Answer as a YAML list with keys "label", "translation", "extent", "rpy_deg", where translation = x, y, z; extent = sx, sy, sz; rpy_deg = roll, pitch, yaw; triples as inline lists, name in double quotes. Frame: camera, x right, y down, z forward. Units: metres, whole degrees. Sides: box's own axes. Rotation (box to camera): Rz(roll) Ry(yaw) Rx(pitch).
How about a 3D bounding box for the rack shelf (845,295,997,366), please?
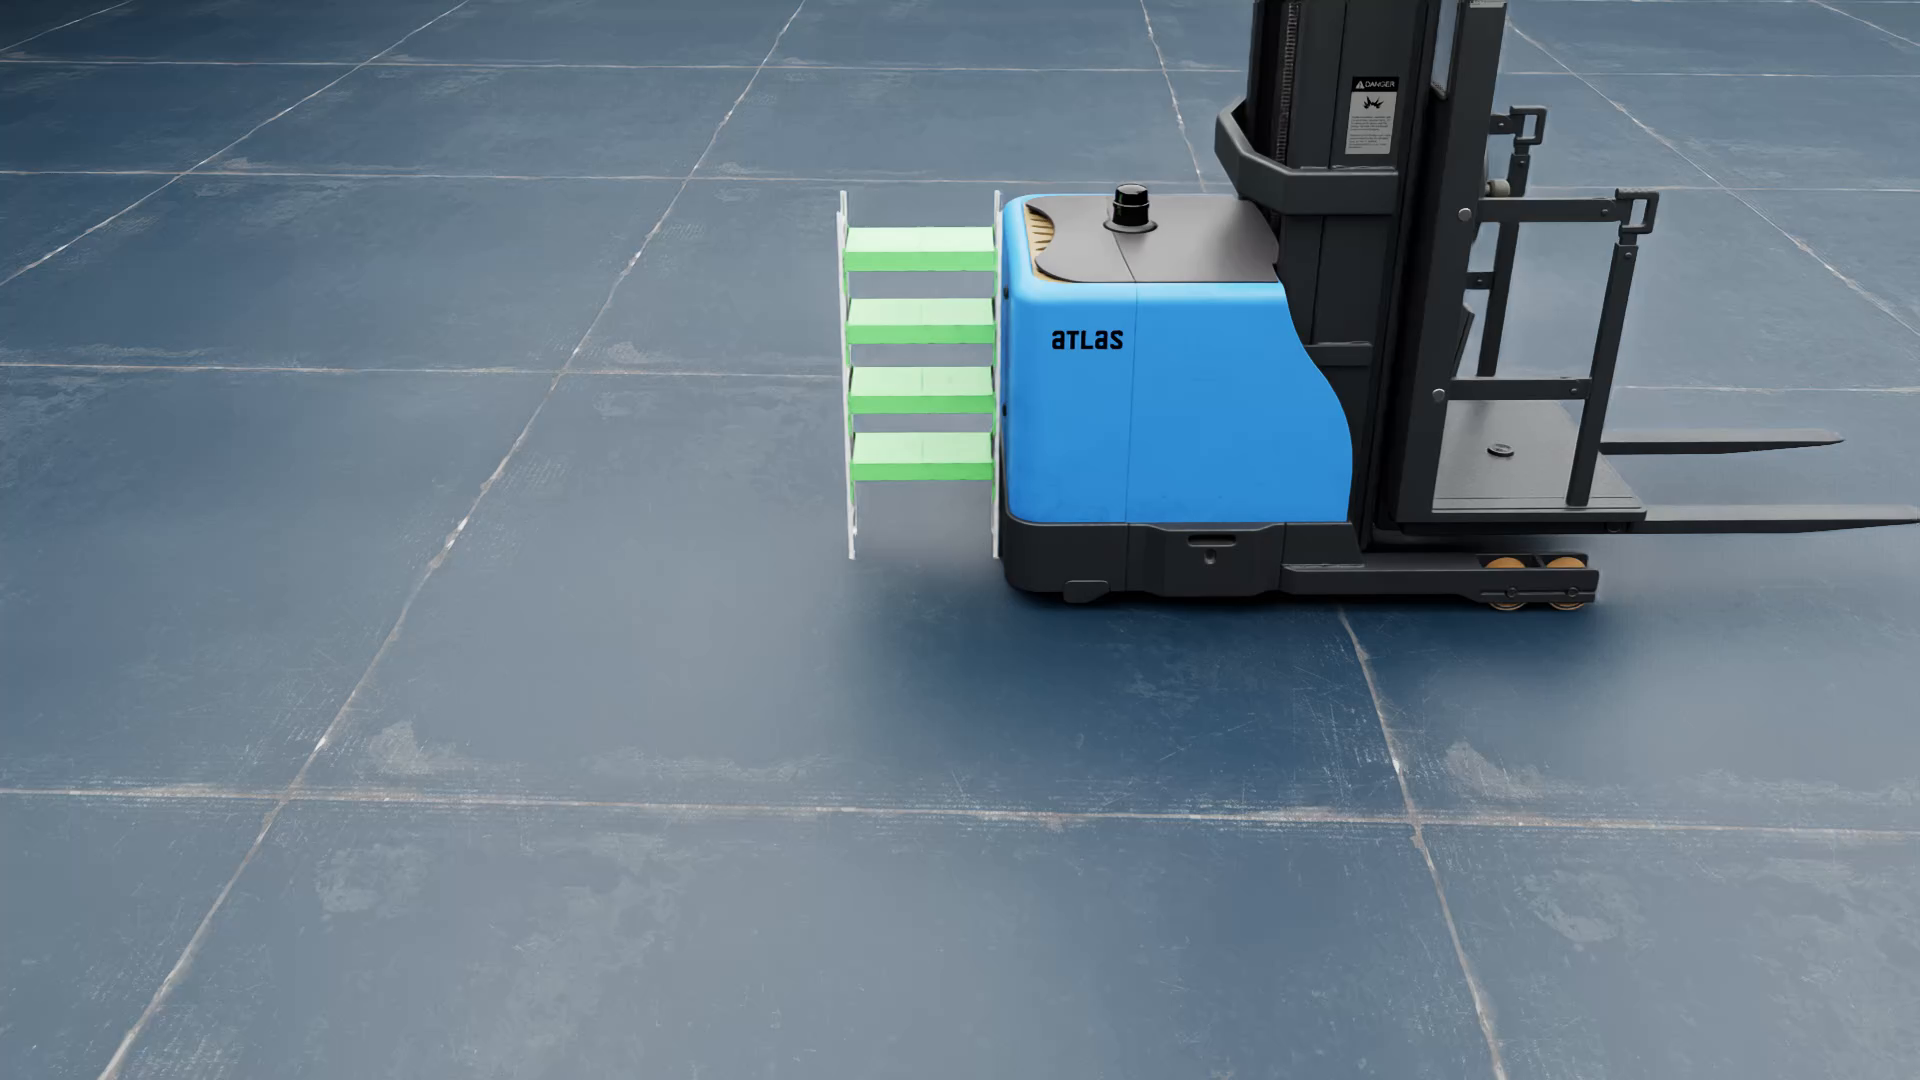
- label: "rack shelf"
  translation: [-0.124, -0.677, 5.371]
  extent: [0.480, 0.148, 0.258]
  rpy_deg: [0, 28, -1]

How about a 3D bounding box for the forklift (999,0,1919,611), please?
- label: "forklift"
  translation: [1.655, -1.319, 5.108]
  extent: [3.031, 2.935, 1.130]
  rpy_deg: [0, 28, -1]

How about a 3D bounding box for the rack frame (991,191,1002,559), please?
- label: "rack frame"
  translation: [0.120, -0.523, 5.455]
  extent: [0.015, 1.200, 0.240]
  rpy_deg: [0, 28, -1]

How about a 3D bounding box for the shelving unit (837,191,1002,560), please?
- label: "shelving unit"
  translation: [-0.124, -0.522, 5.453]
  extent: [0.503, 1.200, 0.258]
  rpy_deg: [0, 28, -1]

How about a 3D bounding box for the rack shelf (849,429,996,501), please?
- label: "rack shelf"
  translation: [-0.124, -0.253, 5.595]
  extent: [0.480, 0.148, 0.258]
  rpy_deg: [0, 28, -1]

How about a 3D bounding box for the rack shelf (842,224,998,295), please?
- label: "rack shelf"
  translation: [-0.124, -0.889, 5.258]
  extent: [0.480, 0.148, 0.258]
  rpy_deg: [0, 28, -1]

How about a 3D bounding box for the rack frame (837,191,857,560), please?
- label: "rack frame"
  translation: [-0.368, -0.520, 5.450]
  extent: [0.015, 1.200, 0.240]
  rpy_deg: [0, 28, -1]

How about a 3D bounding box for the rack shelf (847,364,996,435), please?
- label: "rack shelf"
  translation: [-0.124, -0.465, 5.483]
  extent: [0.480, 0.148, 0.258]
  rpy_deg: [0, 28, -1]
